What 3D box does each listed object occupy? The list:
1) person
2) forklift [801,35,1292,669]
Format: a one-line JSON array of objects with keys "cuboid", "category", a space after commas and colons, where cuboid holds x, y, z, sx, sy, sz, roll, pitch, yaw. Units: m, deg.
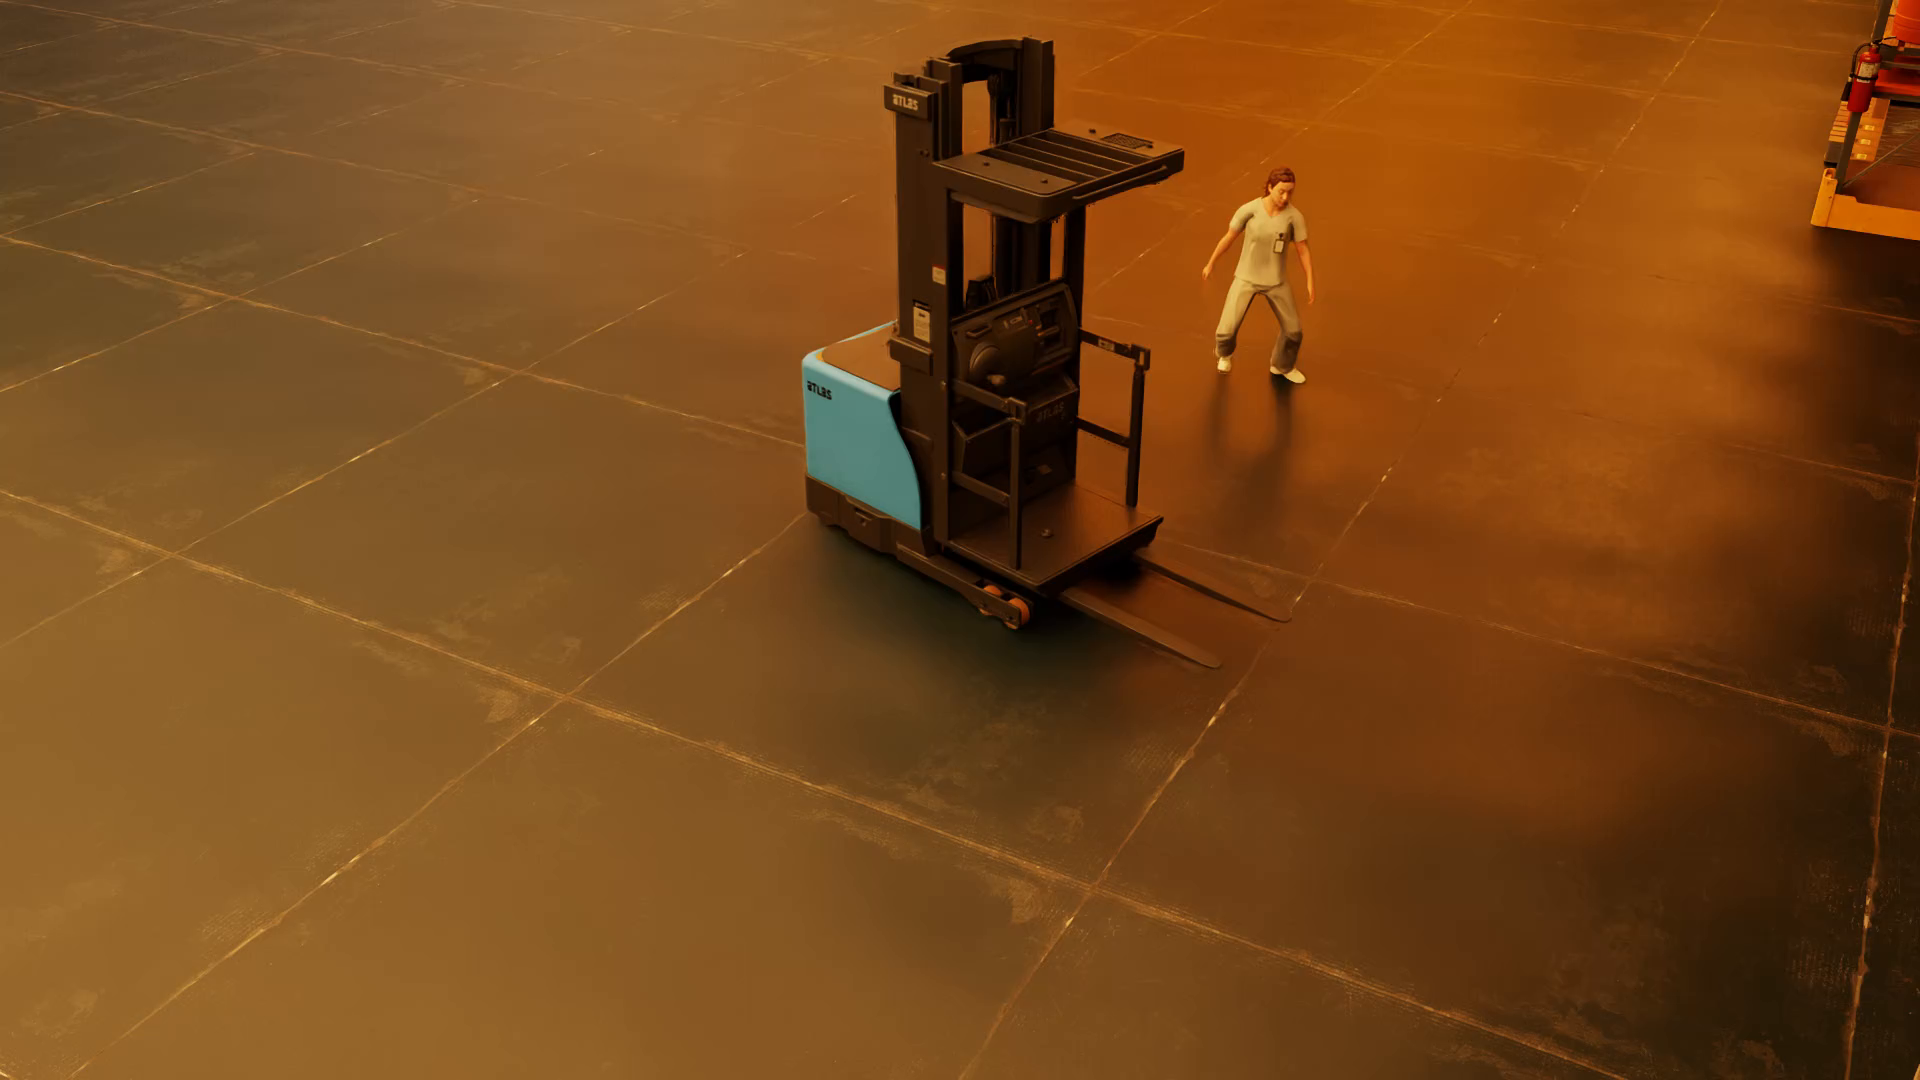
[{"cuboid": [2.094, -1.844, 11.621, 0.790, 1.590, 0.490, 5, 30, 9], "category": "person"}, {"cuboid": [0.455, -1.074, 8.932, 3.031, 2.935, 1.130, 26, 39, 37], "category": "forklift"}]
